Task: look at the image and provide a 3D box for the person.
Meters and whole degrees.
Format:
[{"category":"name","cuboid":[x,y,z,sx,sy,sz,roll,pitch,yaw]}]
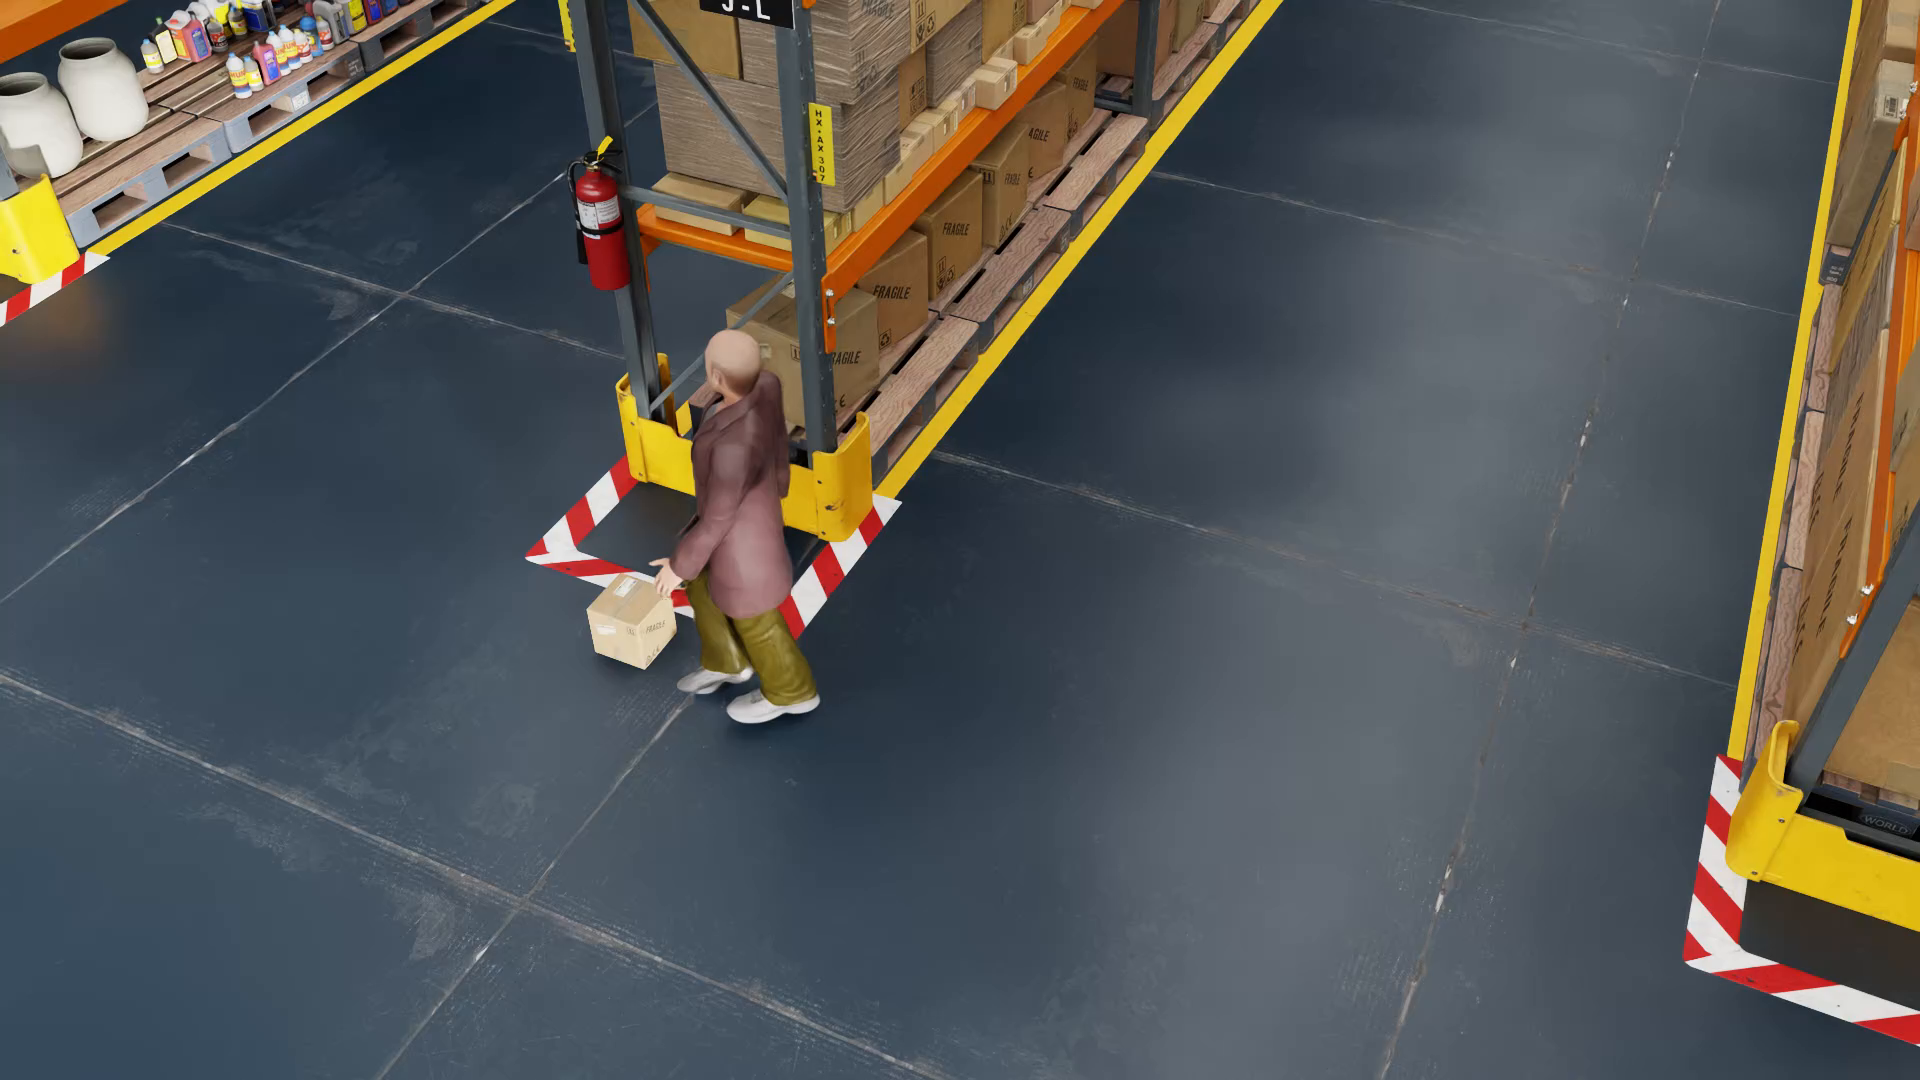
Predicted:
[{"category":"person","cuboid":[-0.987,-0.021,6.178,0.946,1.742,0.612,5,42,5]}]
